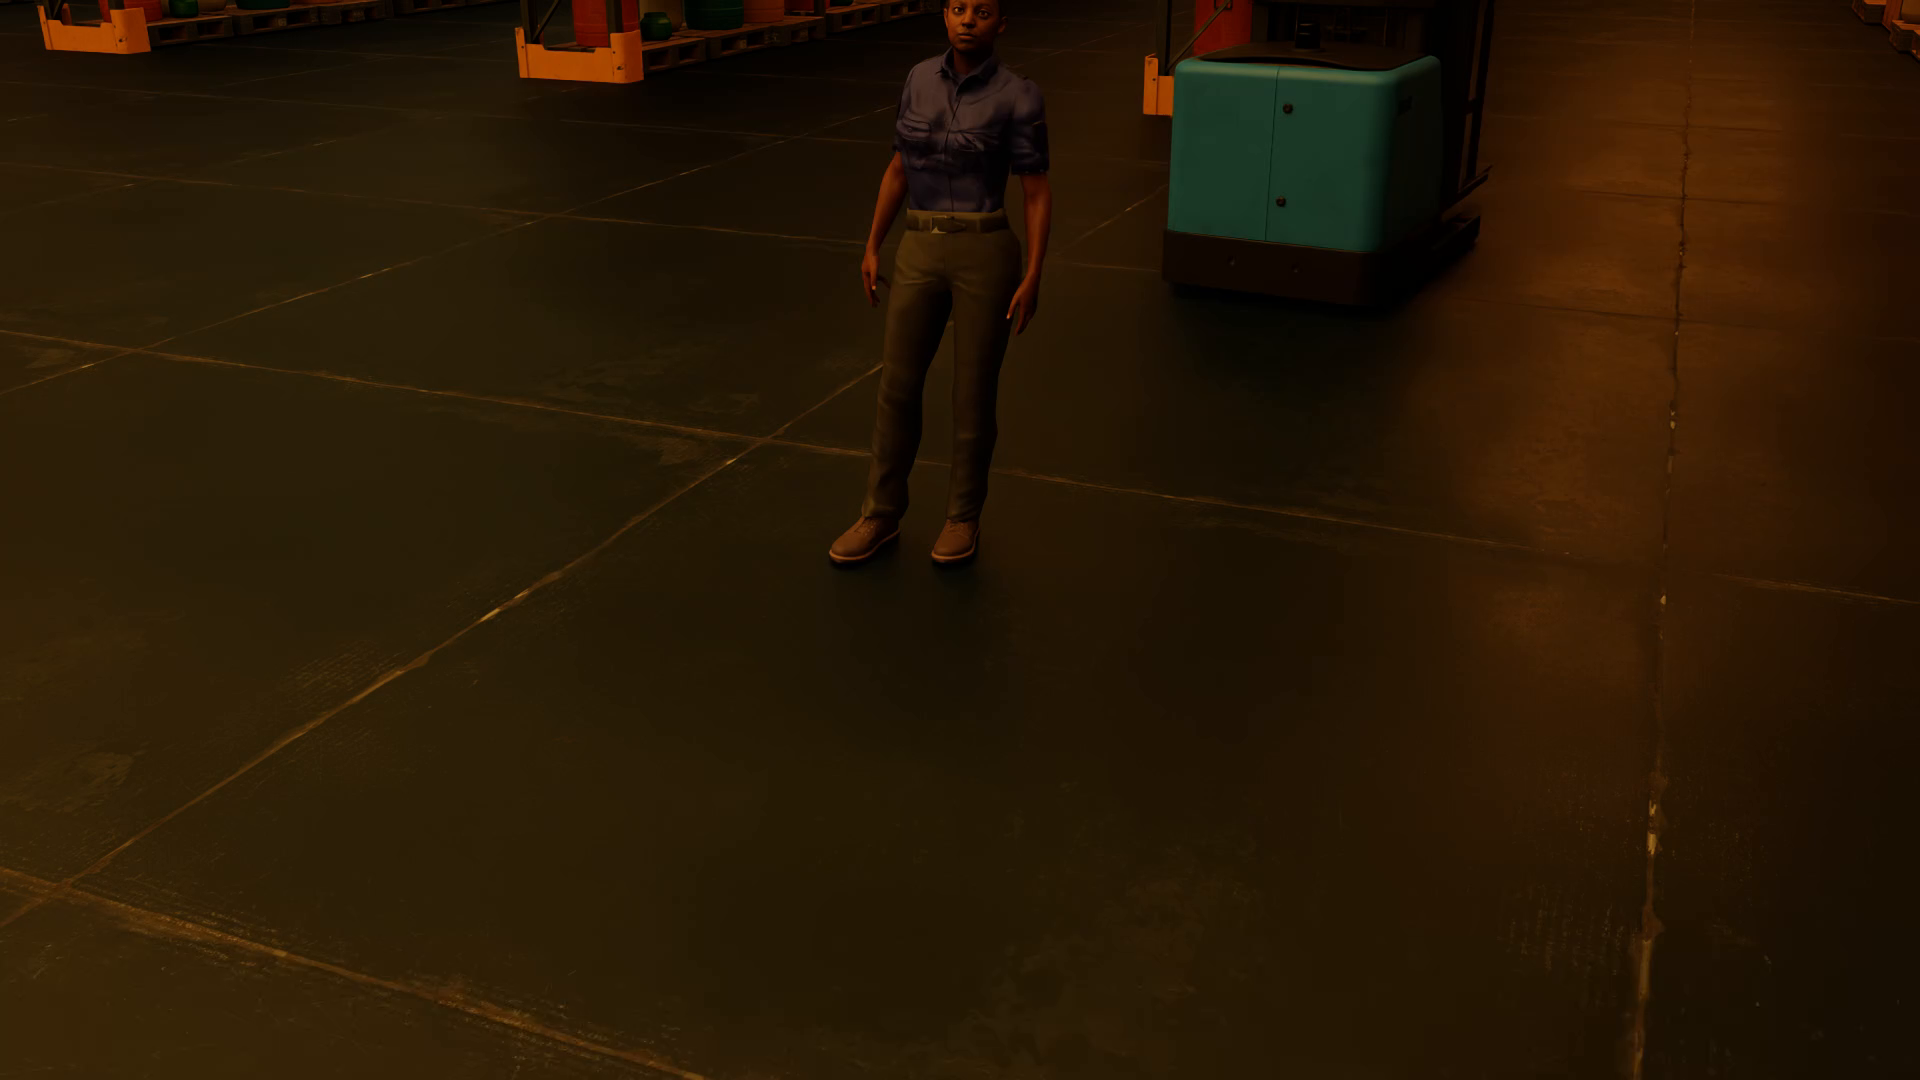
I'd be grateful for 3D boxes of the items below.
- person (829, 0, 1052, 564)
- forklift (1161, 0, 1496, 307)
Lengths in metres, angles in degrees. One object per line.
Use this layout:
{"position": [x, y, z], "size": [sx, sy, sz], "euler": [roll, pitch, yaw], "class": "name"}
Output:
{"position": [-0.052, -0.742, 4.704], "size": [0.569, 1.654, 0.504], "euler": [9, 24, 21], "class": "person"}
{"position": [2.108, -2.919, 8.276], "size": [1.130, 2.935, 3.031], "euler": [12, 26, 27], "class": "forklift"}
